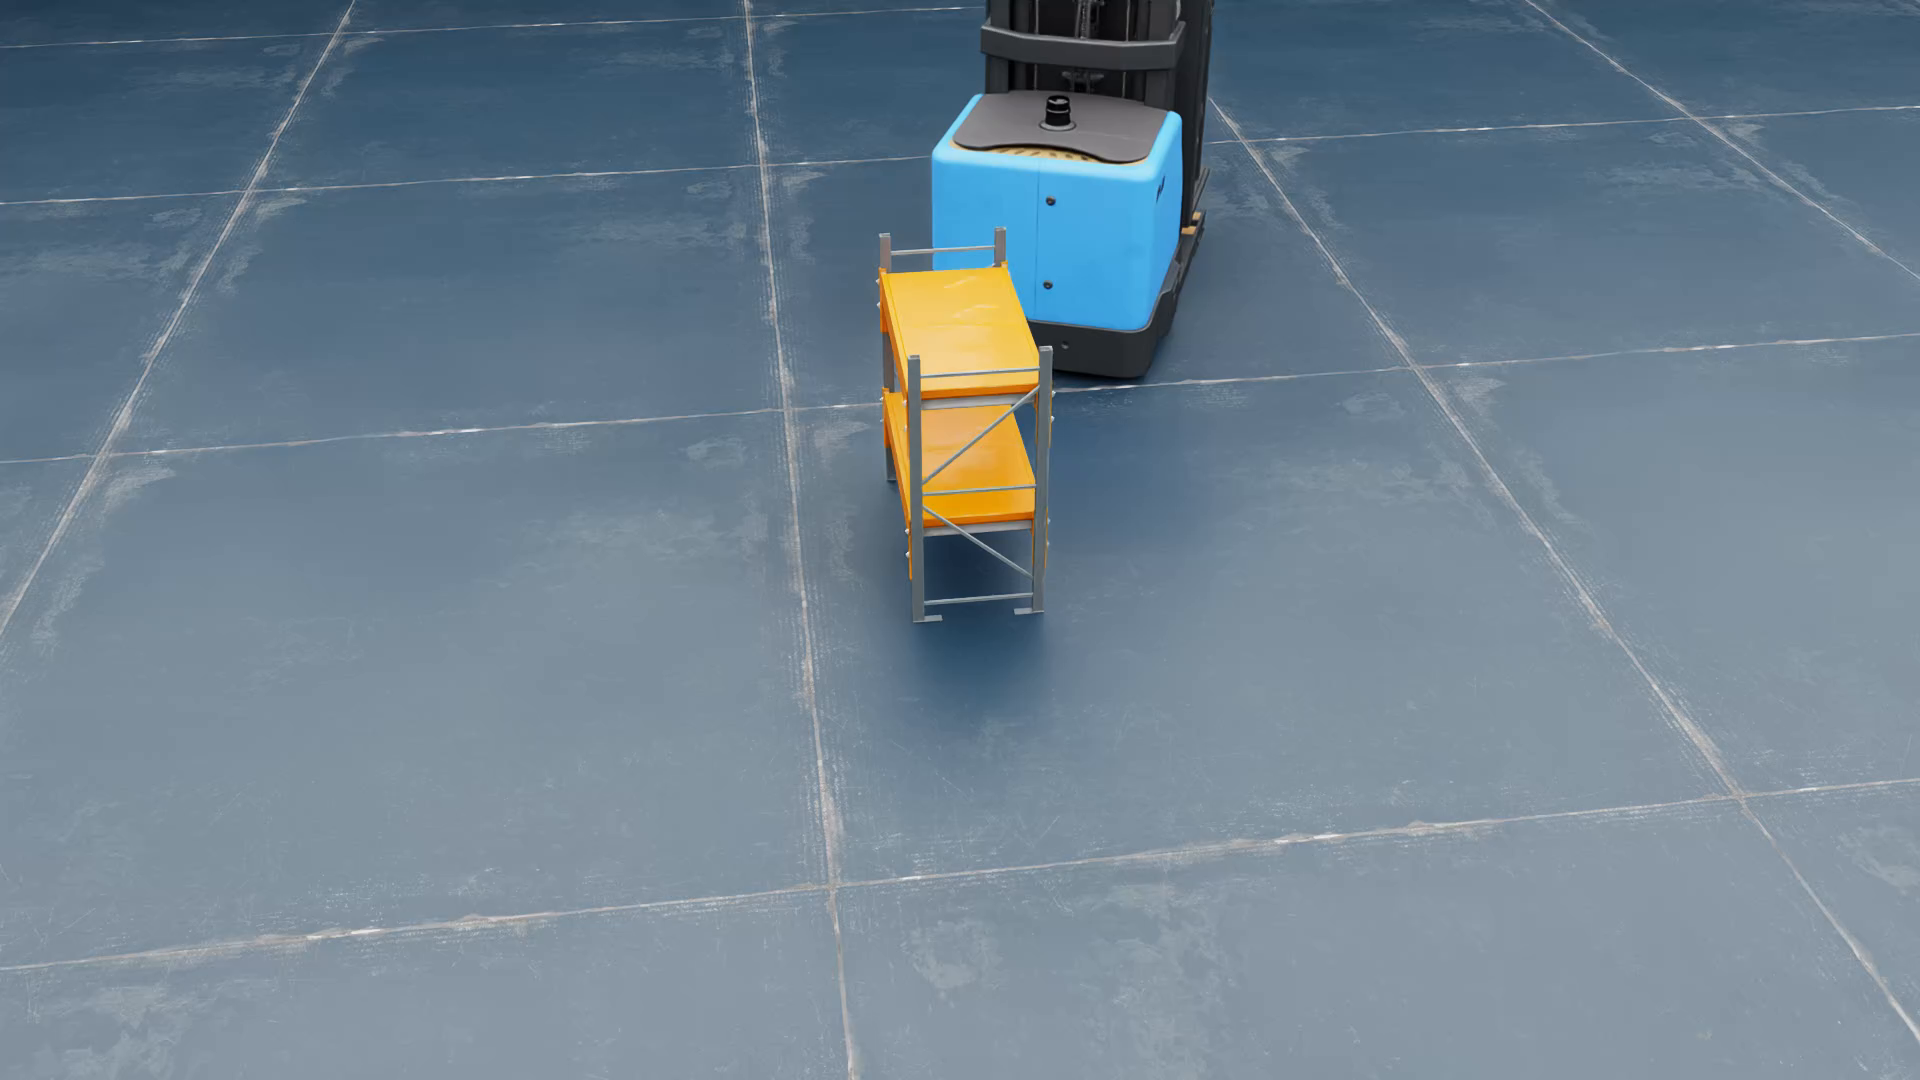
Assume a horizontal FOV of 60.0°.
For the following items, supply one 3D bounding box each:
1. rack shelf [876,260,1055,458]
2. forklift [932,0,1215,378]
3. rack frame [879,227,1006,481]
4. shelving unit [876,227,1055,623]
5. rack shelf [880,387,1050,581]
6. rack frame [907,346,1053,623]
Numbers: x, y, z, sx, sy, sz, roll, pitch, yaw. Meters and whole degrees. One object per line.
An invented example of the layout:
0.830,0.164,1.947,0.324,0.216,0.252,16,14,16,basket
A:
0.001,-0.703,6.263,0.538,0.278,1.000,-4,35,-6,rack shelf
0.727,-2.790,8.242,1.130,2.935,3.031,8,35,12,forklift
-0.067,-0.745,6.844,0.500,1.125,0.032,-4,35,-6,rack frame
0.001,-0.461,6.428,0.538,1.125,1.048,-4,35,-6,shelving unit
0.001,-0.259,6.565,0.538,0.278,1.000,-4,35,-6,rack shelf
0.069,-0.177,6.011,0.500,1.125,0.032,-4,35,-6,rack frame
